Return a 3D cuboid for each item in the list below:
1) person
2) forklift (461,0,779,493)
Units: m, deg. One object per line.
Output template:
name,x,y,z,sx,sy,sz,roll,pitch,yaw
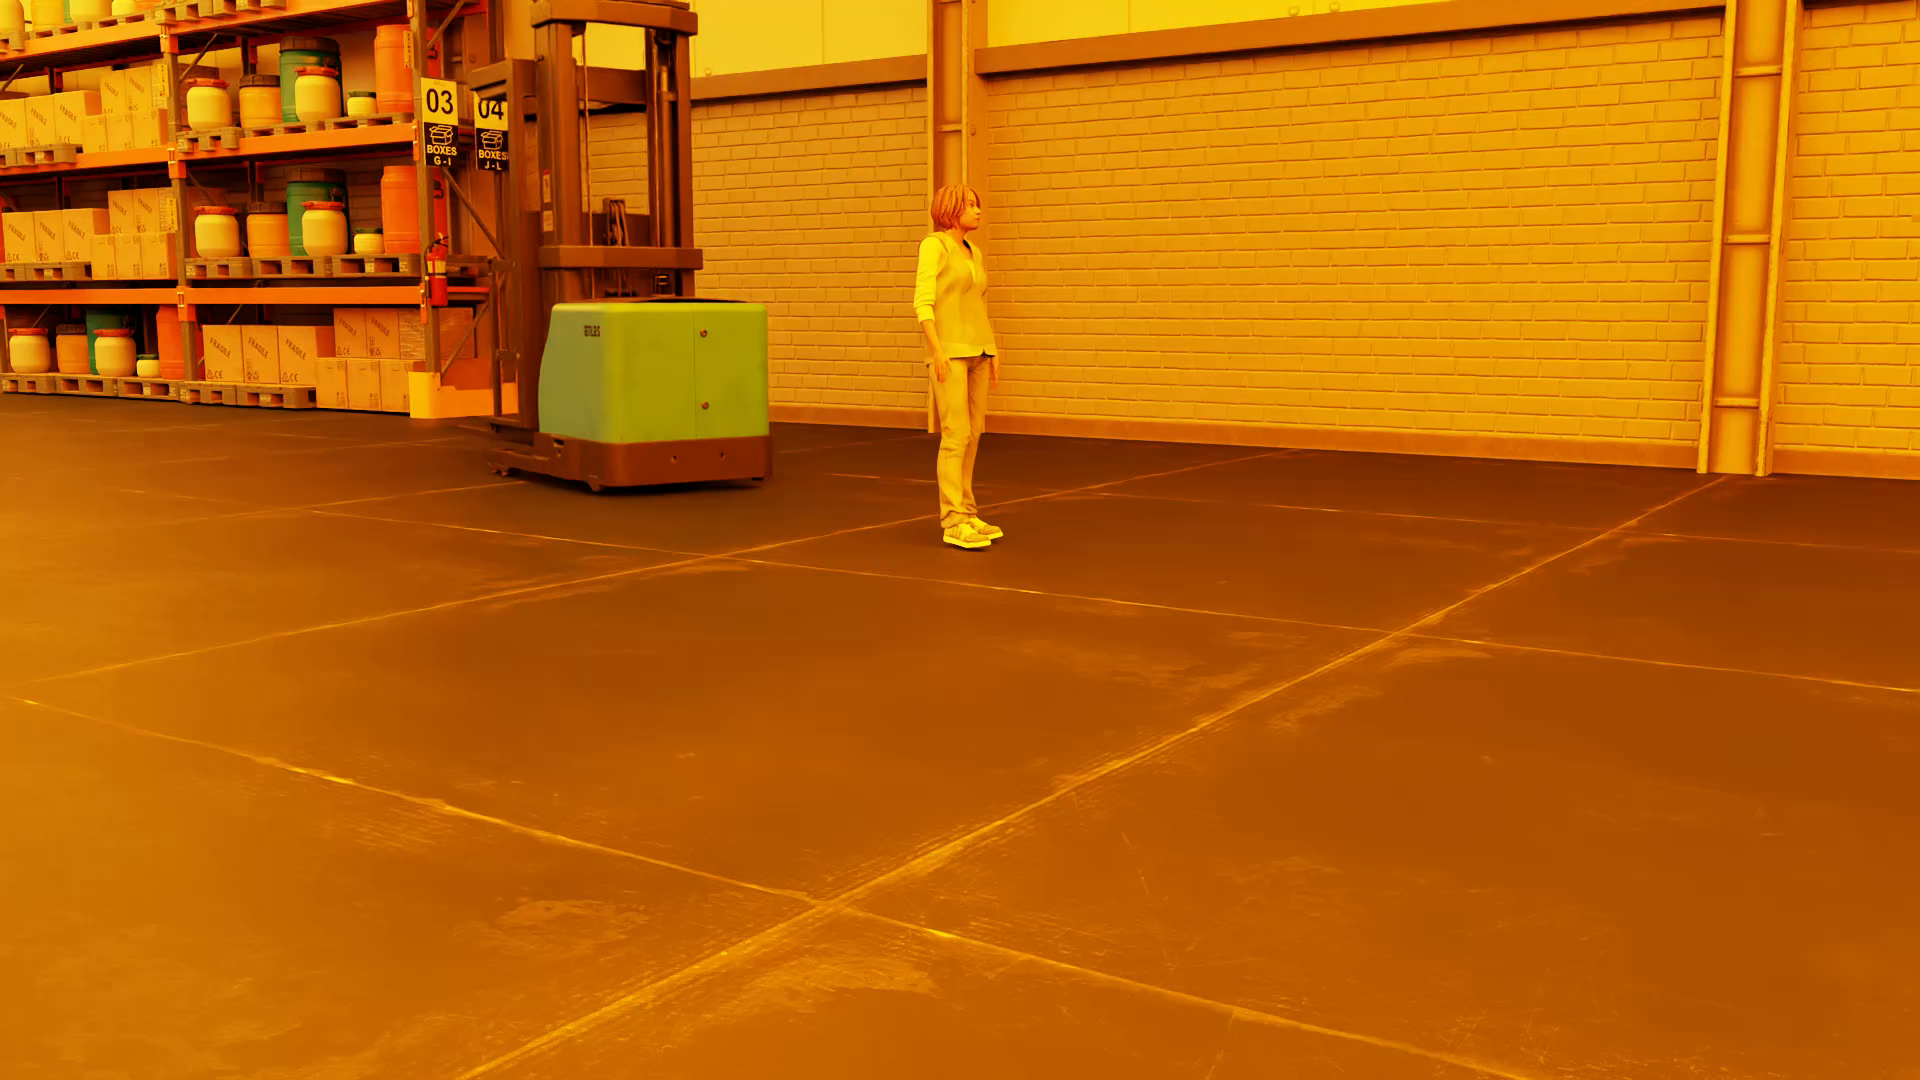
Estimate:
person,0.053,-0.791,7.438,0.475,1.597,0.520,5,10,34
forklift,-2.321,-1.875,10.378,1.130,2.935,3.031,-6,10,-35
